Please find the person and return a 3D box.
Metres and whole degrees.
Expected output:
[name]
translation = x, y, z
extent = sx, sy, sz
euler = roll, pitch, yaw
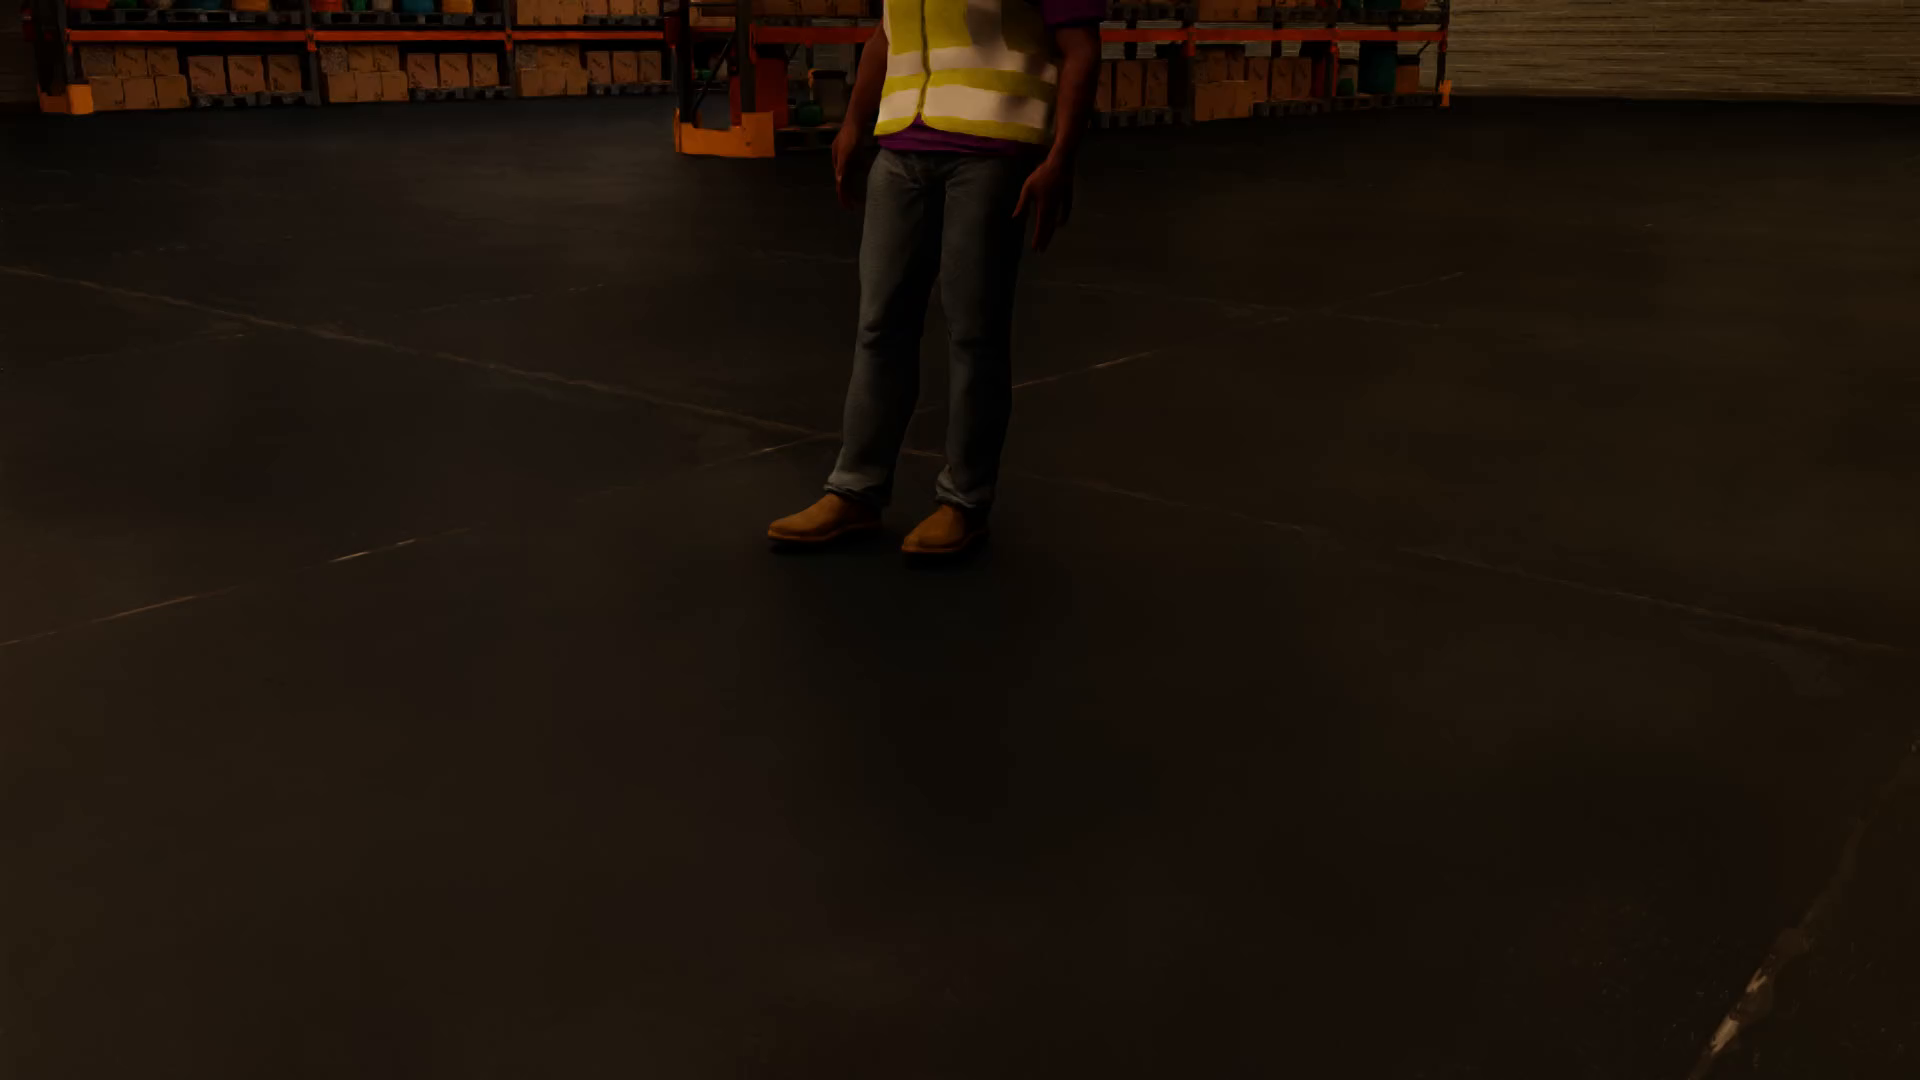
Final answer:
[person]
translation = -0.049, -0.837, 3.635
extent = 0.665, 1.766, 0.576
euler = 13, 21, 37
